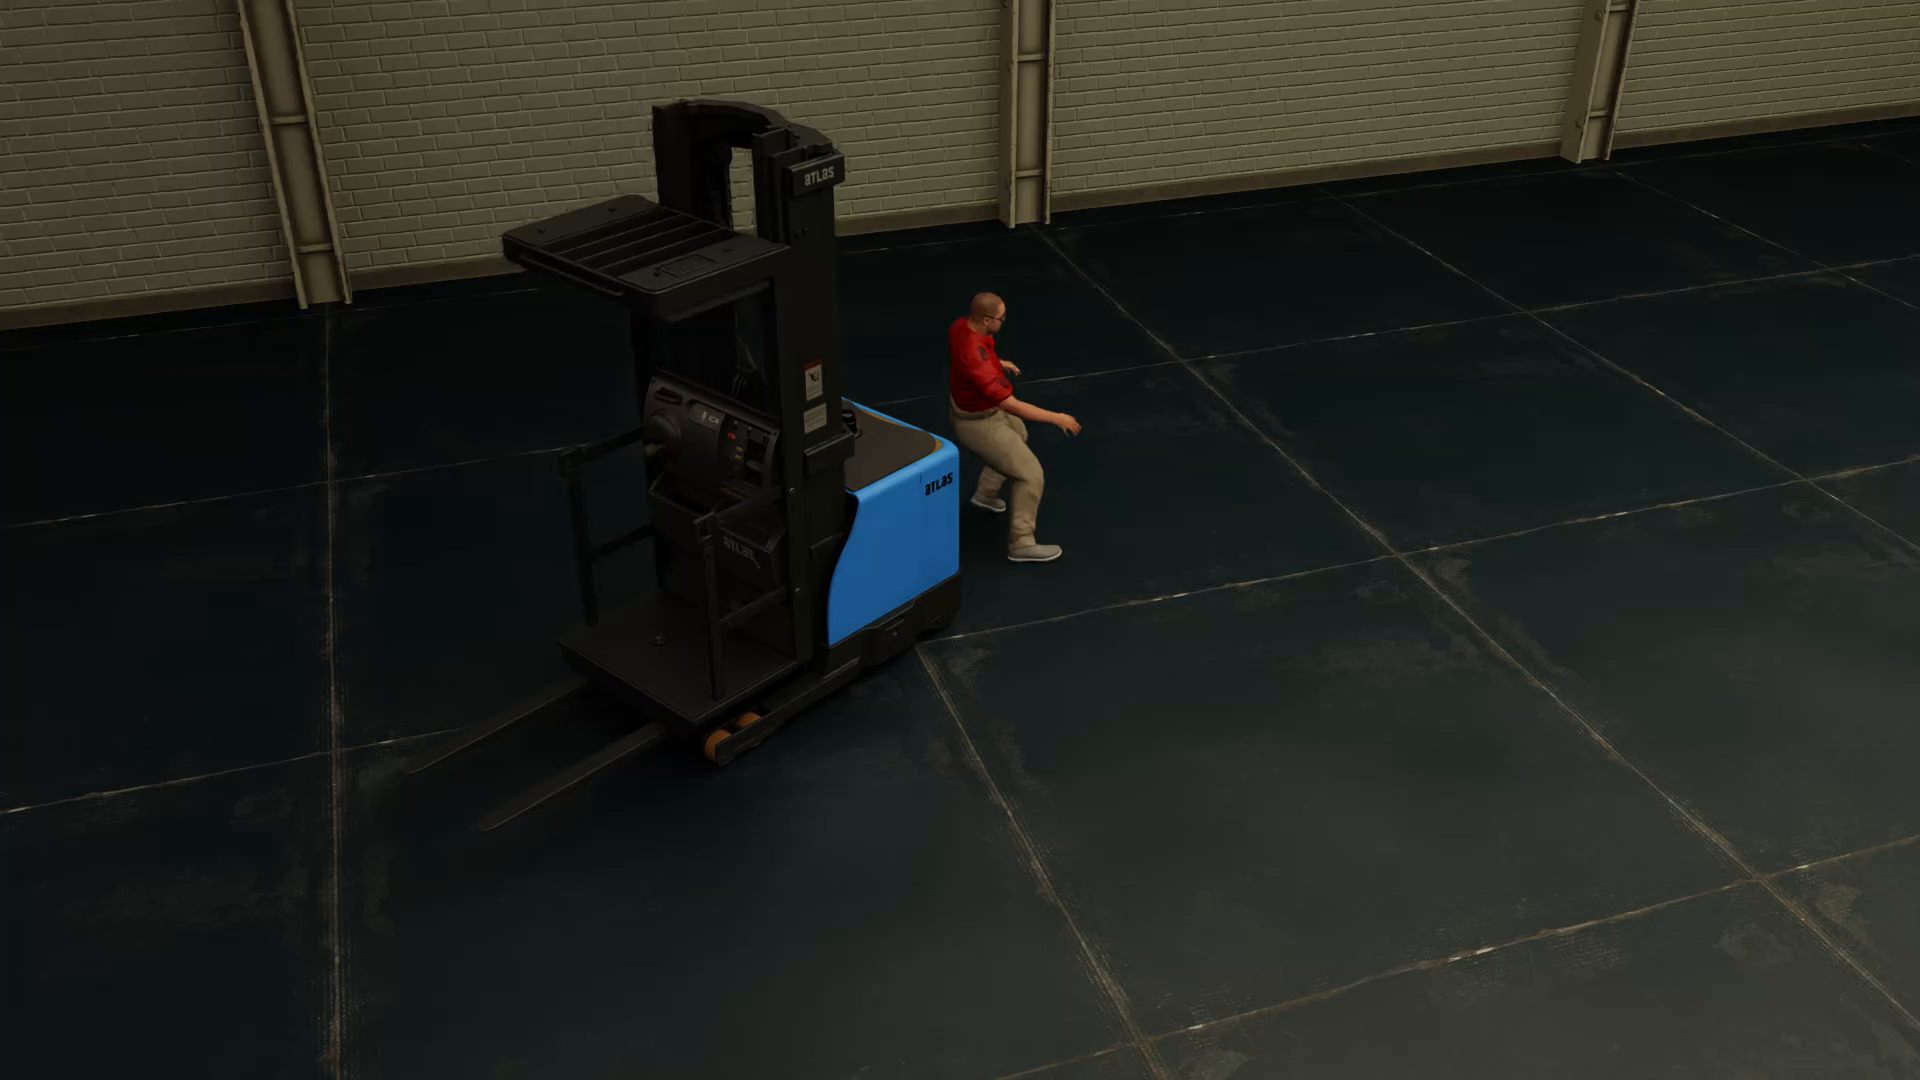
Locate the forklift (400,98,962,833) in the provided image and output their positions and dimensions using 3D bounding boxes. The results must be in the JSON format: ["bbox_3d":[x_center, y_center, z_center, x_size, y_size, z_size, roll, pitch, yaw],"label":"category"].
[{"bbox_3d":[-1.347,-0.461,7.888,1.130,2.935,3.031,24,38,35],"label":"forklift"}]

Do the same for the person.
[{"bbox_3d":[0.286,-0.739,9.725,0.667,1.572,0.856,-7,31,-11],"label":"person"}]
